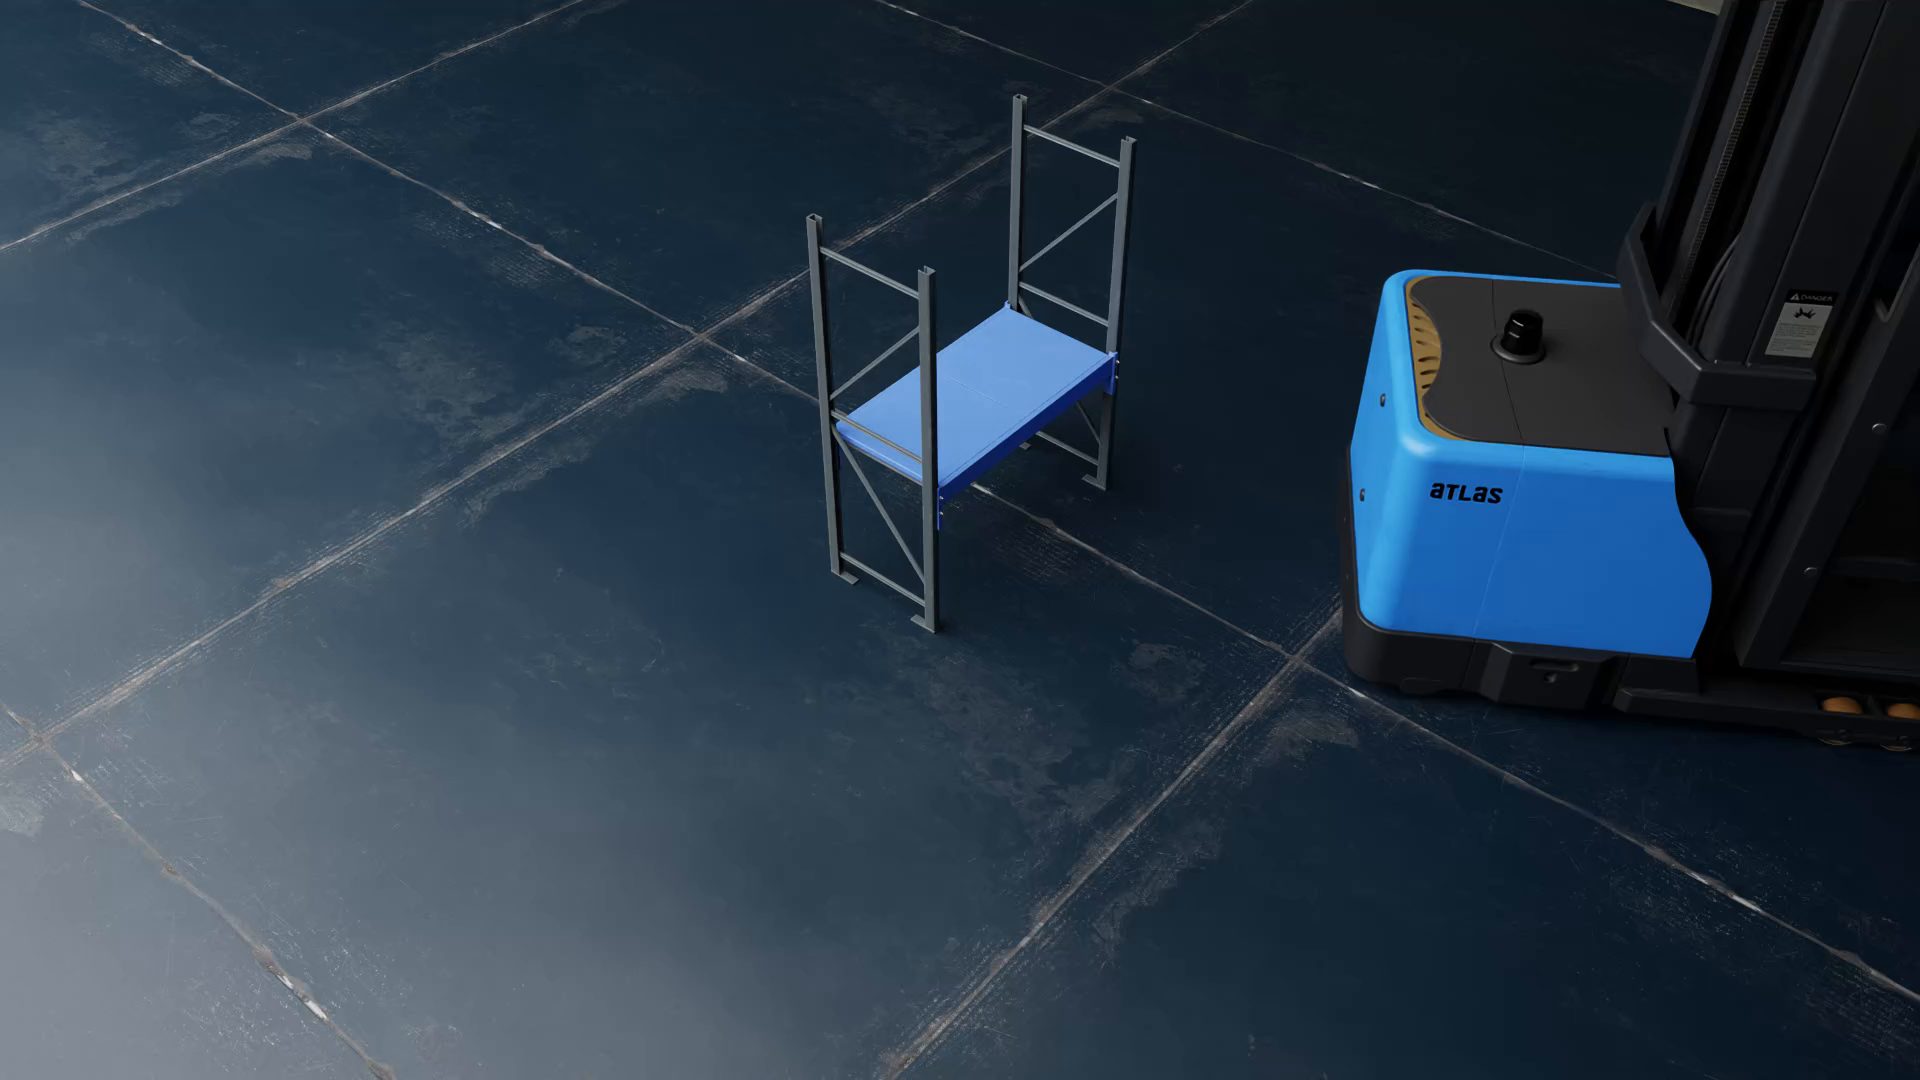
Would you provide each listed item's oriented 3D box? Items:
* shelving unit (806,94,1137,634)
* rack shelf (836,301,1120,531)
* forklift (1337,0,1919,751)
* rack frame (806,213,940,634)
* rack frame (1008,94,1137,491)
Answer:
[{"bbox_3d":[0.055,-0.599,5.794,0.538,1.500,1.048,29,50,28],"label":"shelving unit"},{"bbox_3d":[0.055,-0.466,5.915,0.538,0.185,1.000,29,50,28],"label":"rack shelf"},{"bbox_3d":[2.877,-0.772,4.920,3.031,2.935,1.130,5,43,6],"label":"forklift"},{"bbox_3d":[-0.272,-0.337,5.506,0.500,1.500,0.032,29,50,28],"label":"rack frame"},{"bbox_3d":[0.382,-0.861,6.082,0.500,1.500,0.032,29,50,28],"label":"rack frame"}]
